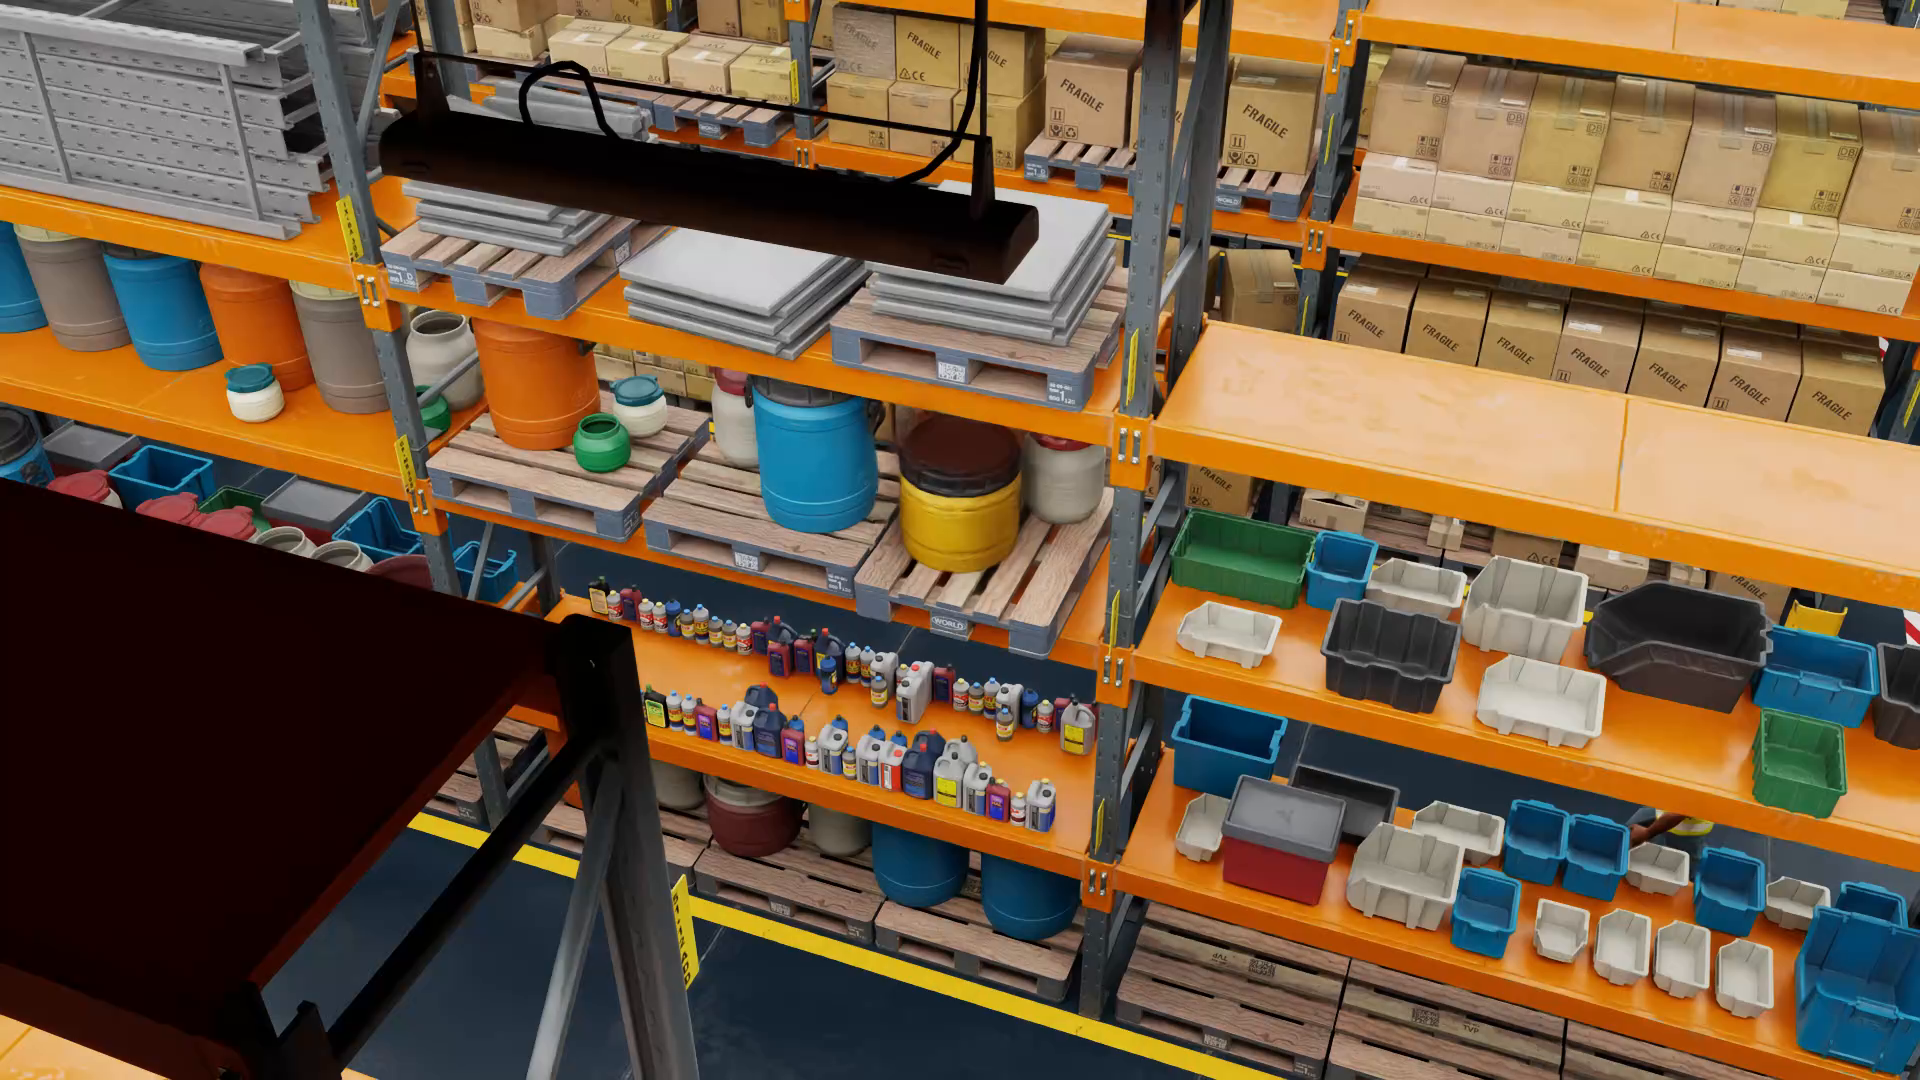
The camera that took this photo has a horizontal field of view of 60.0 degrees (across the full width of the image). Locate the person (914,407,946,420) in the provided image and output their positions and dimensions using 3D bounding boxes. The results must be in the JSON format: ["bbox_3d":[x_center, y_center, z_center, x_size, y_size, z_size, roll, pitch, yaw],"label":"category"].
[{"bbox_3d":[-0.148,-0.434,12.423,0.670,1.584,0.583,8,37,11],"label":"person"}]

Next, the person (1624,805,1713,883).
[{"bbox_3d":[4.179,1.578,9.783,1.008,1.727,0.619,13,38,17],"label":"person"}]
